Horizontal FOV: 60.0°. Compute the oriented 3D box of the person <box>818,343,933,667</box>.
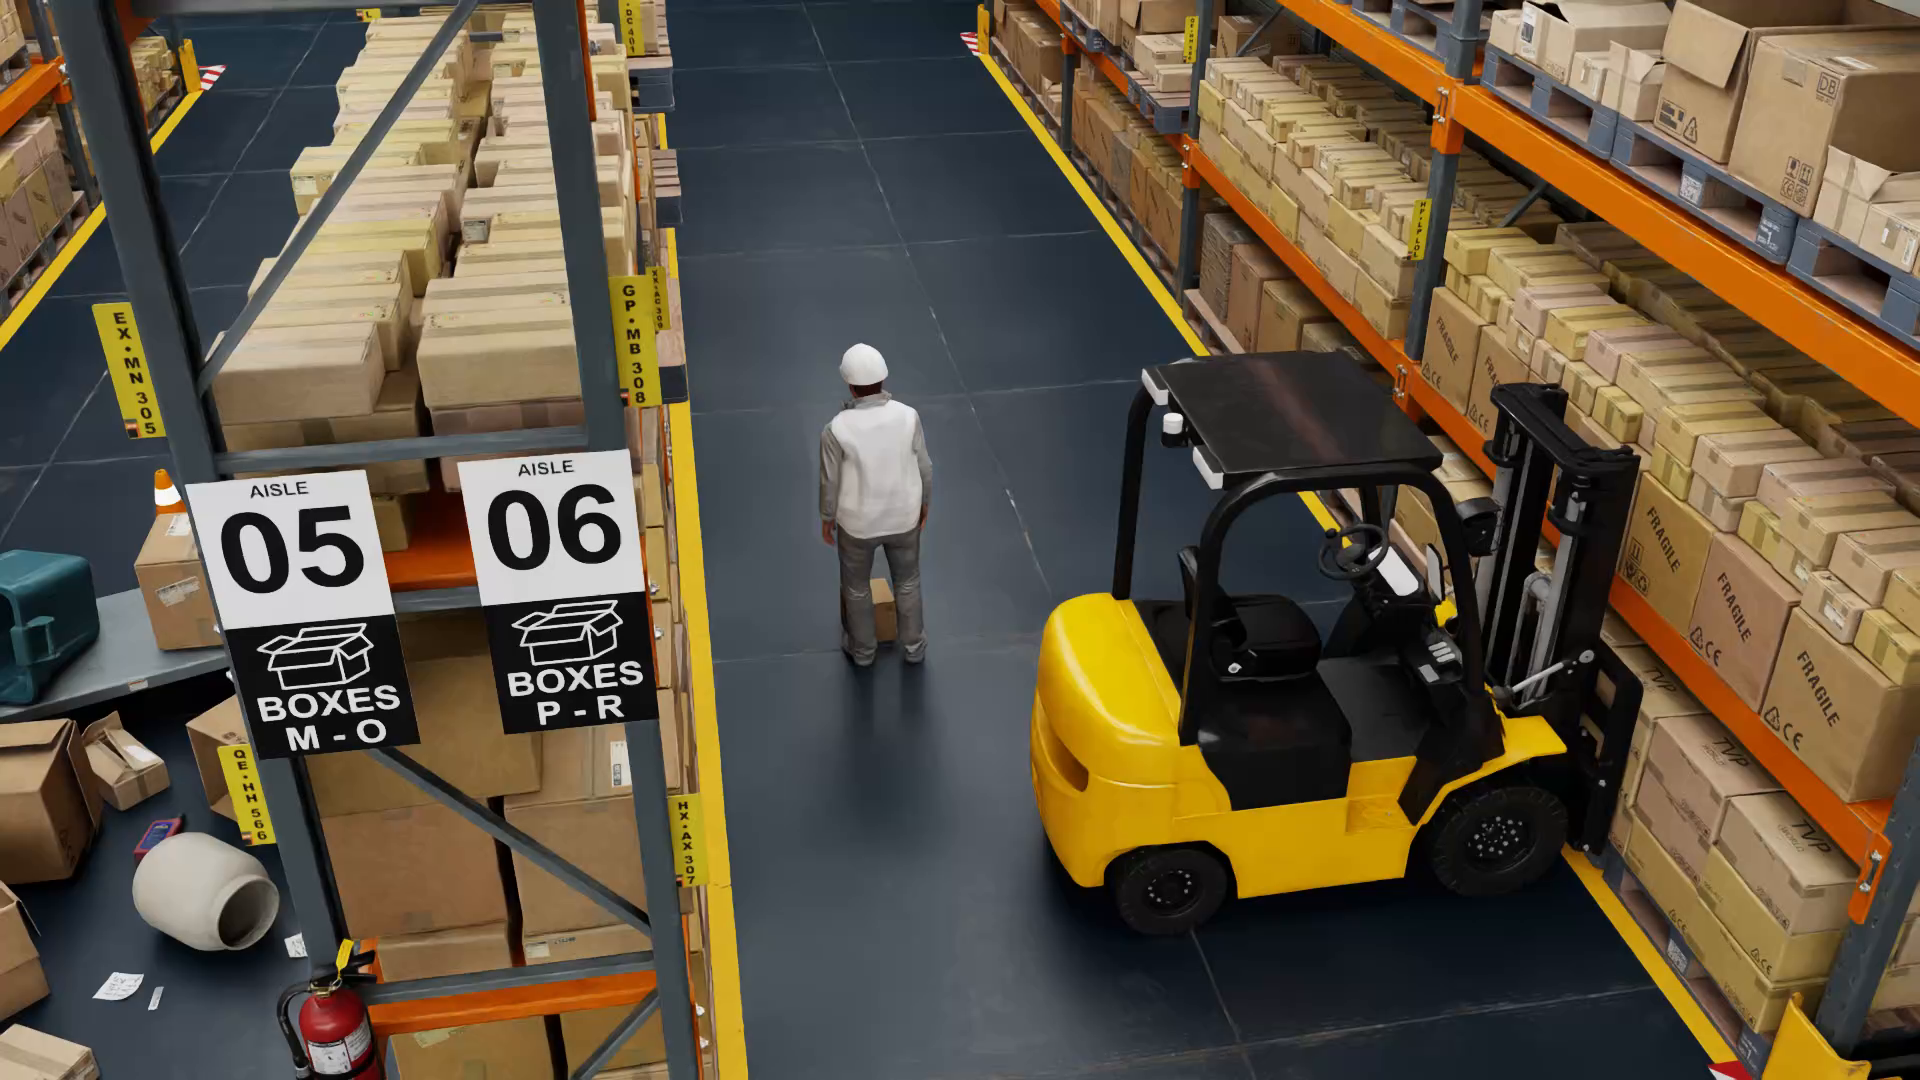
[{"bbox_3d":[-0.425,-0.141,8.352,0.582,1.770,0.470,-9,32,-15],"label":"person"}]
